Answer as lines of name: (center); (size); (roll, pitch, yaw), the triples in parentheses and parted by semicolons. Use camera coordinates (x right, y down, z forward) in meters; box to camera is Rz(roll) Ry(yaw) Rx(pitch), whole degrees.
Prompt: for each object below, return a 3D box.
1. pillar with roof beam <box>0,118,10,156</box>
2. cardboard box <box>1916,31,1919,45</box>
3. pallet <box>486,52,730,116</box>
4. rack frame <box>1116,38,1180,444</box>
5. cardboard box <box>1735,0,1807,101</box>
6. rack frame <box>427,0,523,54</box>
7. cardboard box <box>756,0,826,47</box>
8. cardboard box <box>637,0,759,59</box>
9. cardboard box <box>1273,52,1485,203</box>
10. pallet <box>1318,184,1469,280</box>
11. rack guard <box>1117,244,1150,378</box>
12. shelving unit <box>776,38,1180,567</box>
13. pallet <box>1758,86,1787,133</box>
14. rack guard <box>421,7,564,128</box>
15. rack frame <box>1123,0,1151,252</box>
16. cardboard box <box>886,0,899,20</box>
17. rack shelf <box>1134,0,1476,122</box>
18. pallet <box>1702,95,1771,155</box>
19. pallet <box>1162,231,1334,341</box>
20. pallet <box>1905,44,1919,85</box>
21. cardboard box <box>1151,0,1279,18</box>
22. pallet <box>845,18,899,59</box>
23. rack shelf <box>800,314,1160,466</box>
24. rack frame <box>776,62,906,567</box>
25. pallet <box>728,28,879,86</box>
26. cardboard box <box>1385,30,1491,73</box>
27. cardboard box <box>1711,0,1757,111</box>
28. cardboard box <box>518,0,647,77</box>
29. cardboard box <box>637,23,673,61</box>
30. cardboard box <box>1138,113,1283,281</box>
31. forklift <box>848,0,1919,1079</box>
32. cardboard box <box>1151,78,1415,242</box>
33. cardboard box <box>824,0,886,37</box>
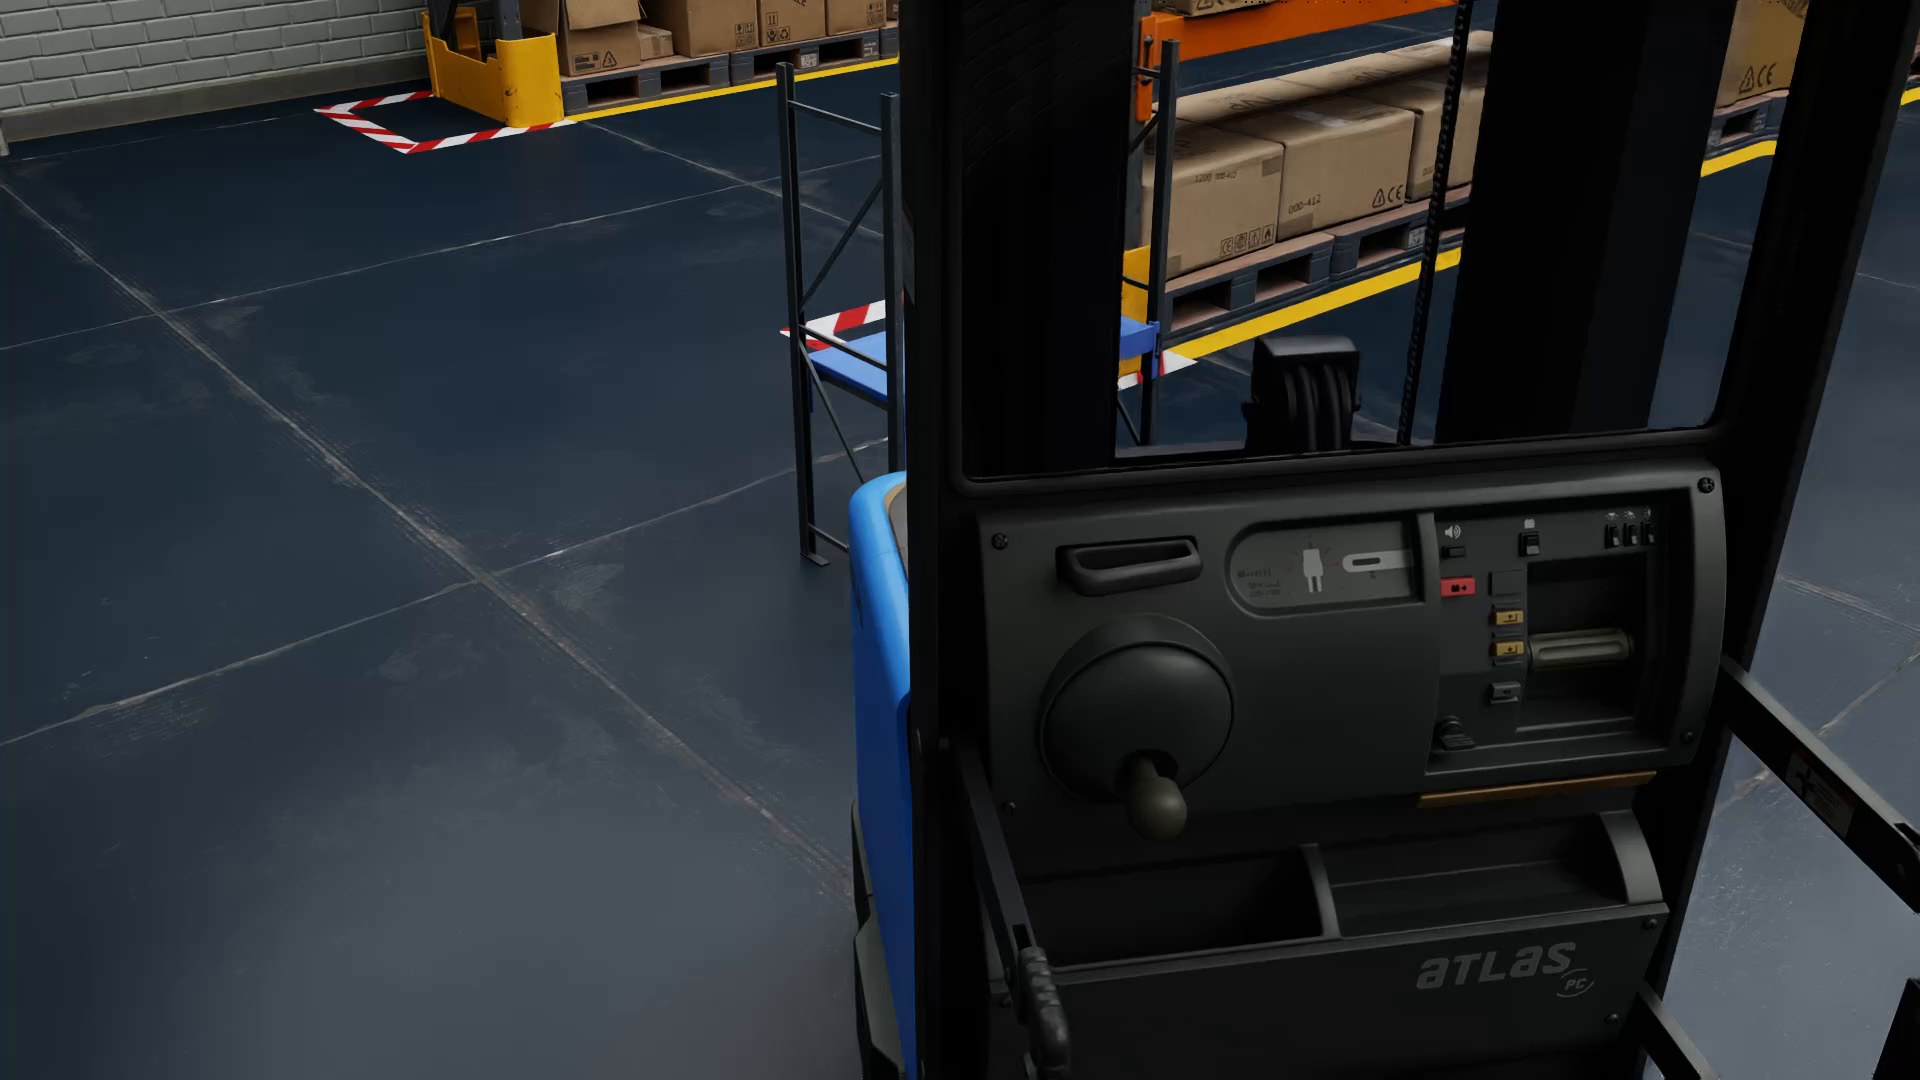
pillar with roof beam: (-2.753, -4.571, 4.256); (0.400, 9.000, 9.100); (-22, 35, -35)
cardboard box: (5.820, -3.705, 10.810); (0.875, 0.875, 0.875); (-22, 35, -35)
pallet: (-2.247, -3.008, 10.654); (1.213, 0.211, 1.003); (-22, 35, -35)
rack frame: (0.452, -0.843, 5.236); (0.032, 1.500, 0.500); (-22, 35, -35)
cardboard box: (4.458, -3.161, 9.791); (0.875, 0.875, 0.875); (-21, 34, -34)
rack frame: (-2.911, -3.970, 9.497); (0.127, 3.000, 1.000); (-22, 35, -35)
cardboard box: (-1.242, -3.580, 10.972); (0.500, 0.500, 0.500); (-21, 35, -34)
cardboard box: (-1.709, -3.454, 10.737); (0.500, 0.500, 0.700); (-20, 34, -33)
cardboard box: (2.128, -2.043, 8.163); (0.875, 0.438, 0.875); (-23, 36, -36)
pallet: (1.798, -1.606, 8.031); (1.213, 0.211, 1.003); (-22, 35, -35)
rack guard: (0.295, -1.082, 6.744); (0.348, 0.500, 1.175); (-22, 35, -35)
shelving unit: (0.065, -0.688, 4.945); (1.048, 1.500, 0.538); (-22, 35, -35)
pallet: (4.823, -2.824, 10.310); (1.213, 0.211, 1.003); (-22, 35, -35)
rack guard: (-2.853, -2.891, 10.129); (0.348, 0.500, 1.175); (-22, 35, -35)
rack frame: (0.313, -2.192, 6.168); (0.127, 3.000, 1.000); (-22, 35, -35)
cardboard box: (-0.373, -3.788, 11.611); (0.258, 0.266, 0.396); (-20, 34, -33)
rack shelf: (1.835, -2.486, 7.483); (4.000, 0.370, 1.077); (-22, 35, -35)
pallet: (3.894, -2.448, 9.608); (1.213, 0.211, 1.003); (-22, 35, -35)
pallet: (0.871, -1.234, 7.336); (1.213, 0.211, 1.003); (-22, 35, -35)
pallet: (5.751, -3.195, 11.004); (1.213, 0.211, 1.003); (-22, 35, -35)
cardboard box: (0.865, -2.280, 6.227); (0.500, 0.500, 0.500); (-22, 35, -35)
pallet: (-0.391, -3.754, 12.051); (1.213, 0.211, 1.003); (-22, 35, -35)
rack shelf: (0.065, -0.529, 5.030); (1.000, 0.185, 0.538); (-22, 35, -35)
rack frame: (-0.322, -0.532, 4.654); (0.032, 1.500, 0.500); (-22, 35, -35)
pallet: (-1.320, -3.379, 11.349); (1.213, 0.211, 1.003); (-22, 35, -35)
cardboard box: (2.809, -2.317, 8.676); (0.875, 0.438, 0.875); (-22, 35, -36)
cardboard box: (3.776, -2.882, 9.269); (0.875, 0.875, 0.875); (-21, 34, -33)
cardboard box: (-2.384, -3.208, 10.273); (0.637, 0.503, 0.797); (-24, 36, -37)
cardboard box: (-2.036, -3.167, 10.573); (0.250, 0.149, 0.380); (-24, 36, -37)
cardboard box: (0.751, -1.485, 7.118); (0.875, 0.438, 0.875); (-23, 36, -37)
forklift: (0.522, 0.170, 1.822); (1.130, 2.935, 3.031); (-5, 28, -8)
cardboard box: (1.441, -1.768, 7.648); (0.875, 0.438, 0.875); (-21, 34, -34)
cardboard box: (-0.919, -3.771, 11.331); (0.500, 0.500, 0.700); (-23, 36, -37)
